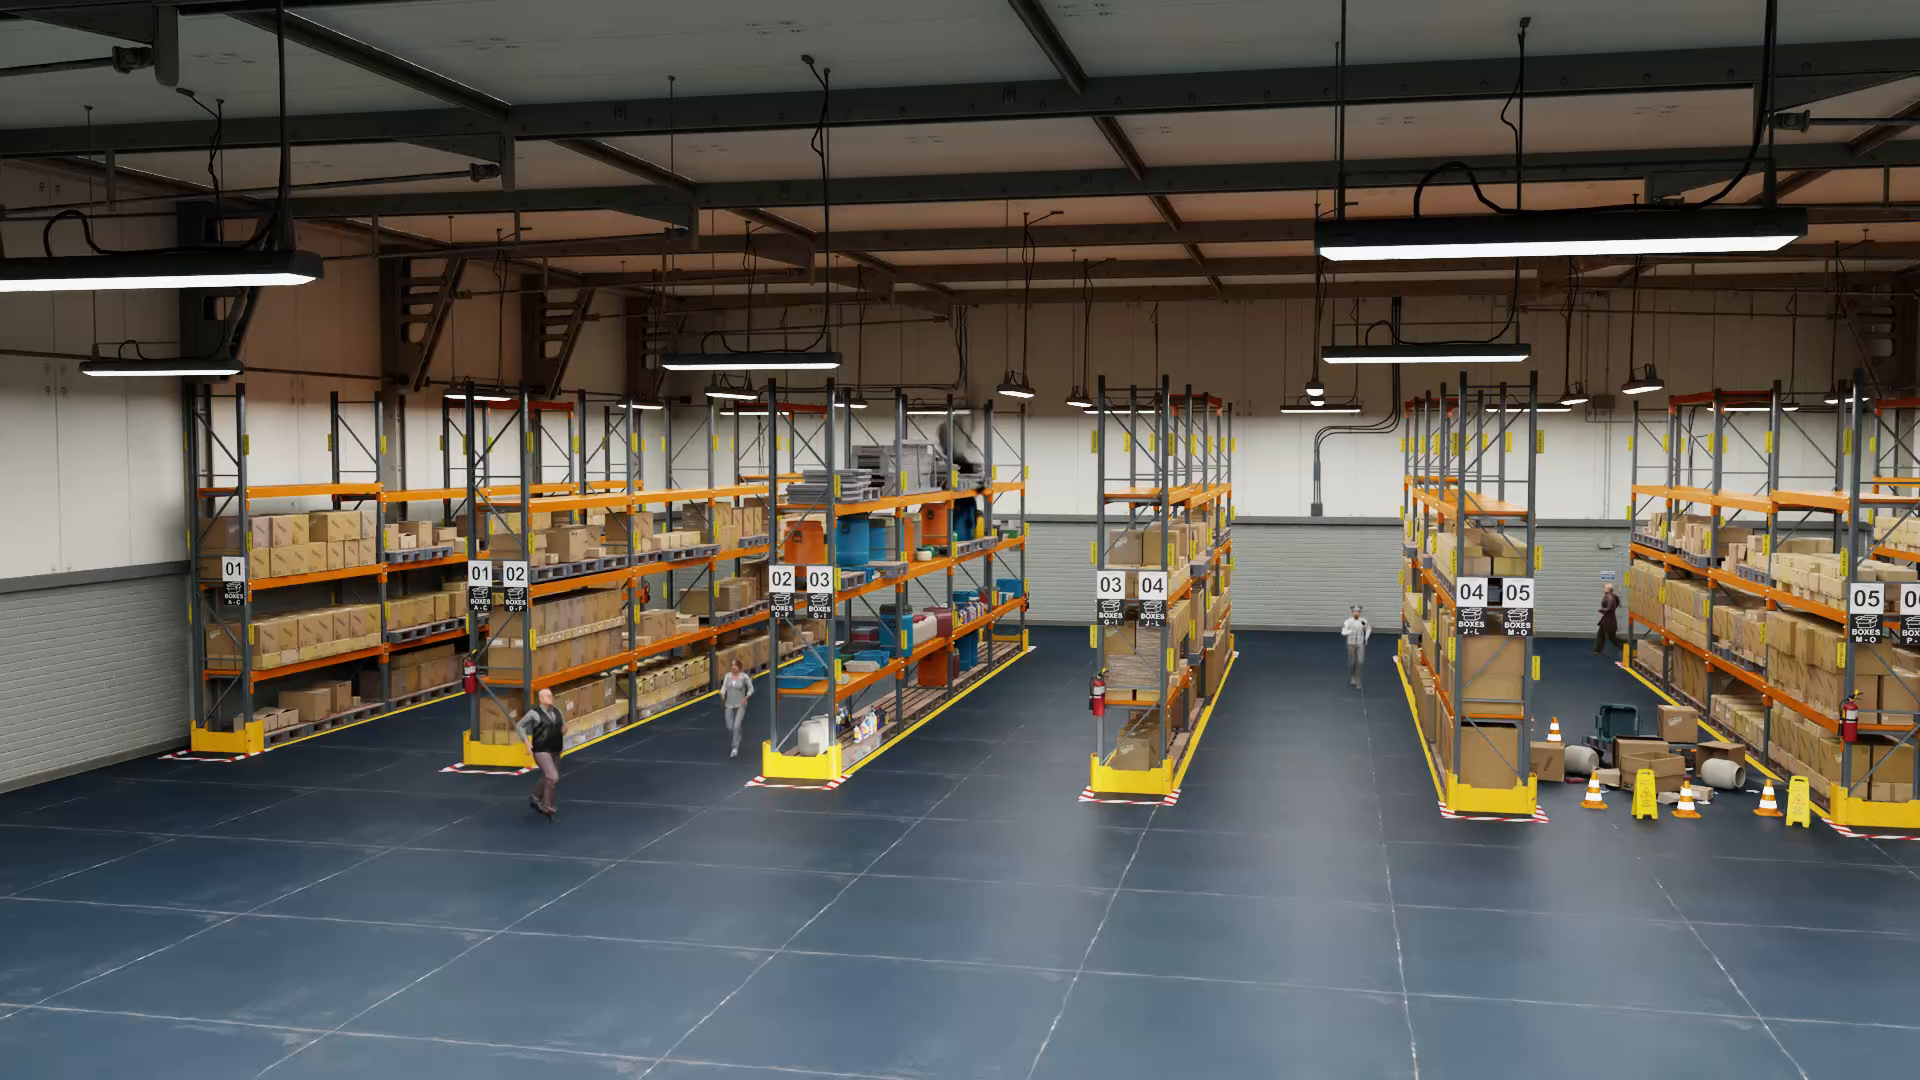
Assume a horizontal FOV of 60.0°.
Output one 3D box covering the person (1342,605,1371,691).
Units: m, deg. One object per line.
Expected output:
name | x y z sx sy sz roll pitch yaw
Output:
person | 8.155 2.191 34.215 0.596 1.740 0.720 1 3 12

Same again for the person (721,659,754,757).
person | -3.606 2.698 26.963 0.543 1.570 0.571 0 3 9

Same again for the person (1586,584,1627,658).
person | 15.164 1.908 38.837 0.956 1.777 0.720 1 3 18

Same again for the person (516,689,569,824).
person | -5.517 2.874 22.181 0.776 1.786 0.630 2 4 31
